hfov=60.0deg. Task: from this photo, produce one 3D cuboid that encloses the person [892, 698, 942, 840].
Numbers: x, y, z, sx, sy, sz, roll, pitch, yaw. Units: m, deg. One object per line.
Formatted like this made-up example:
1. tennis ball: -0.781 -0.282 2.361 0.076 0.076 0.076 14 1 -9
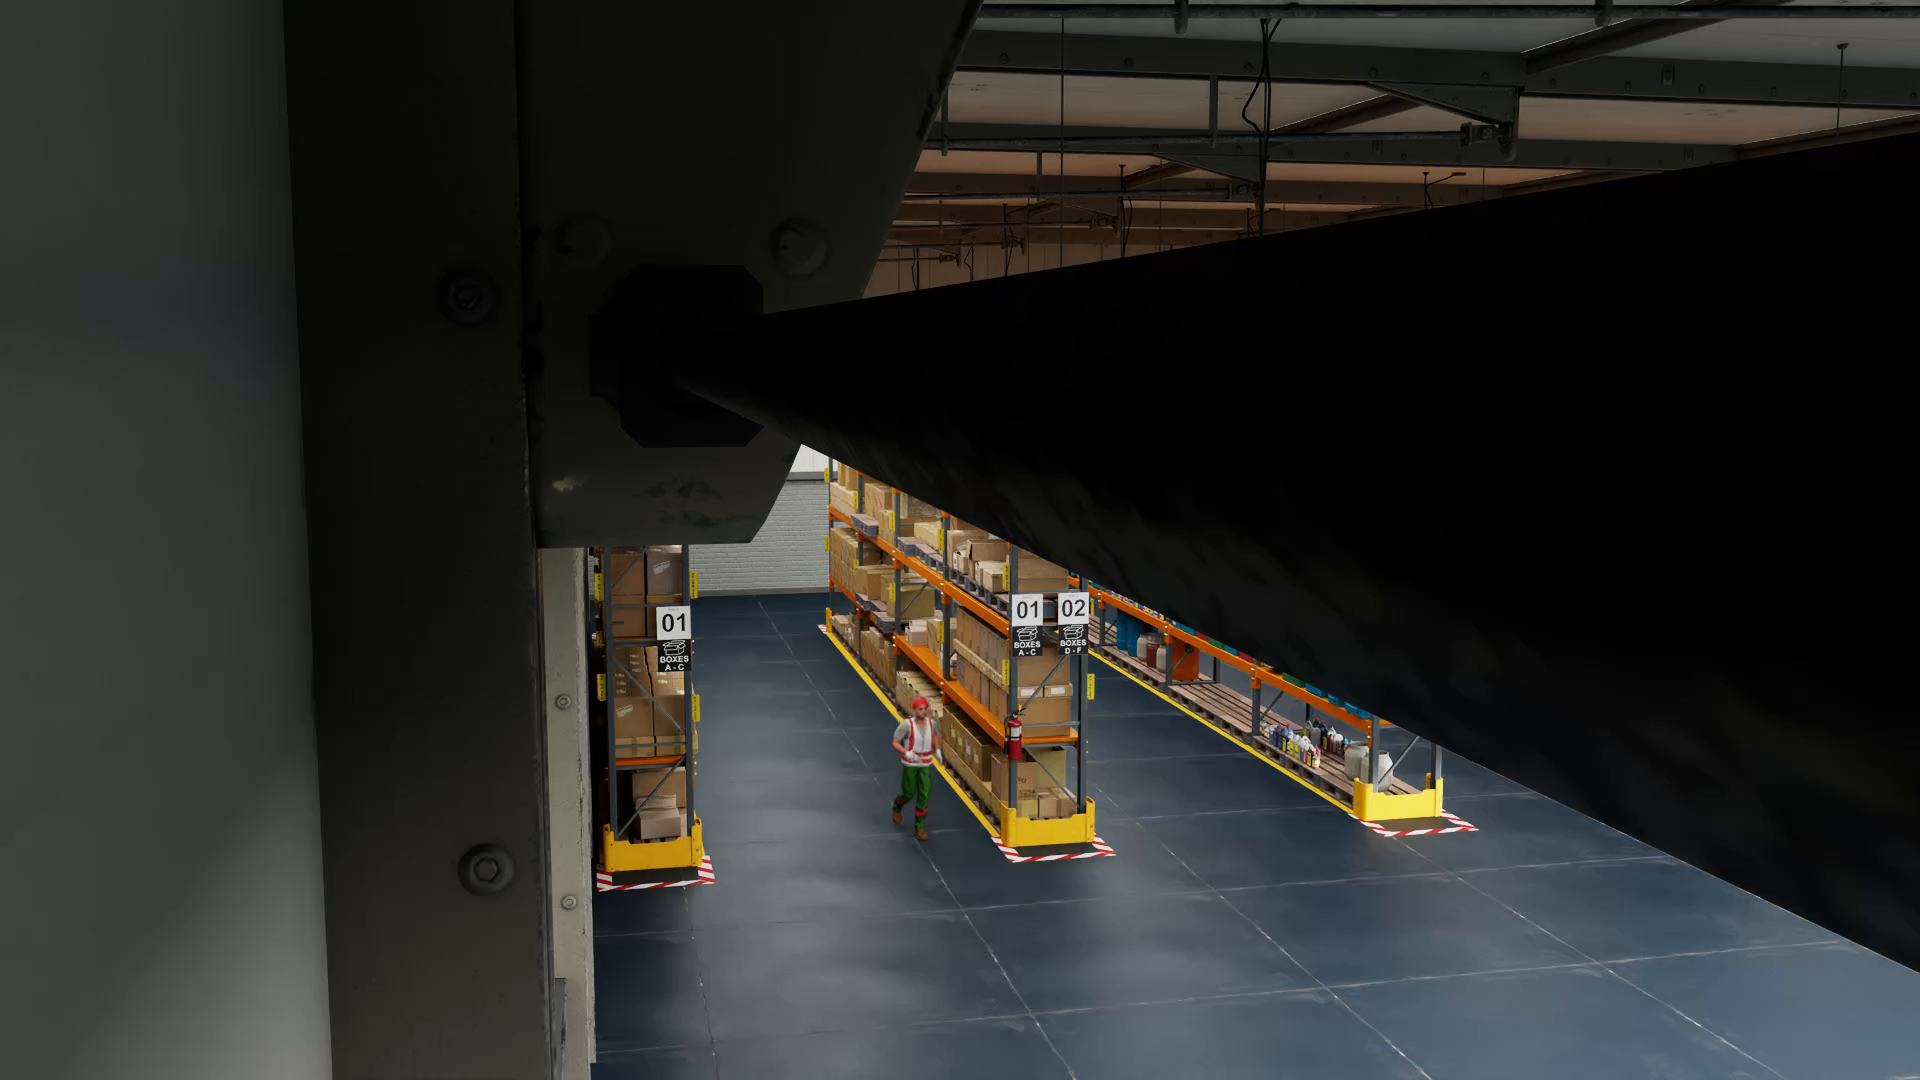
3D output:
1. person: -0.547 2.903 21.473 0.699 1.779 0.876 -3 7 -24
